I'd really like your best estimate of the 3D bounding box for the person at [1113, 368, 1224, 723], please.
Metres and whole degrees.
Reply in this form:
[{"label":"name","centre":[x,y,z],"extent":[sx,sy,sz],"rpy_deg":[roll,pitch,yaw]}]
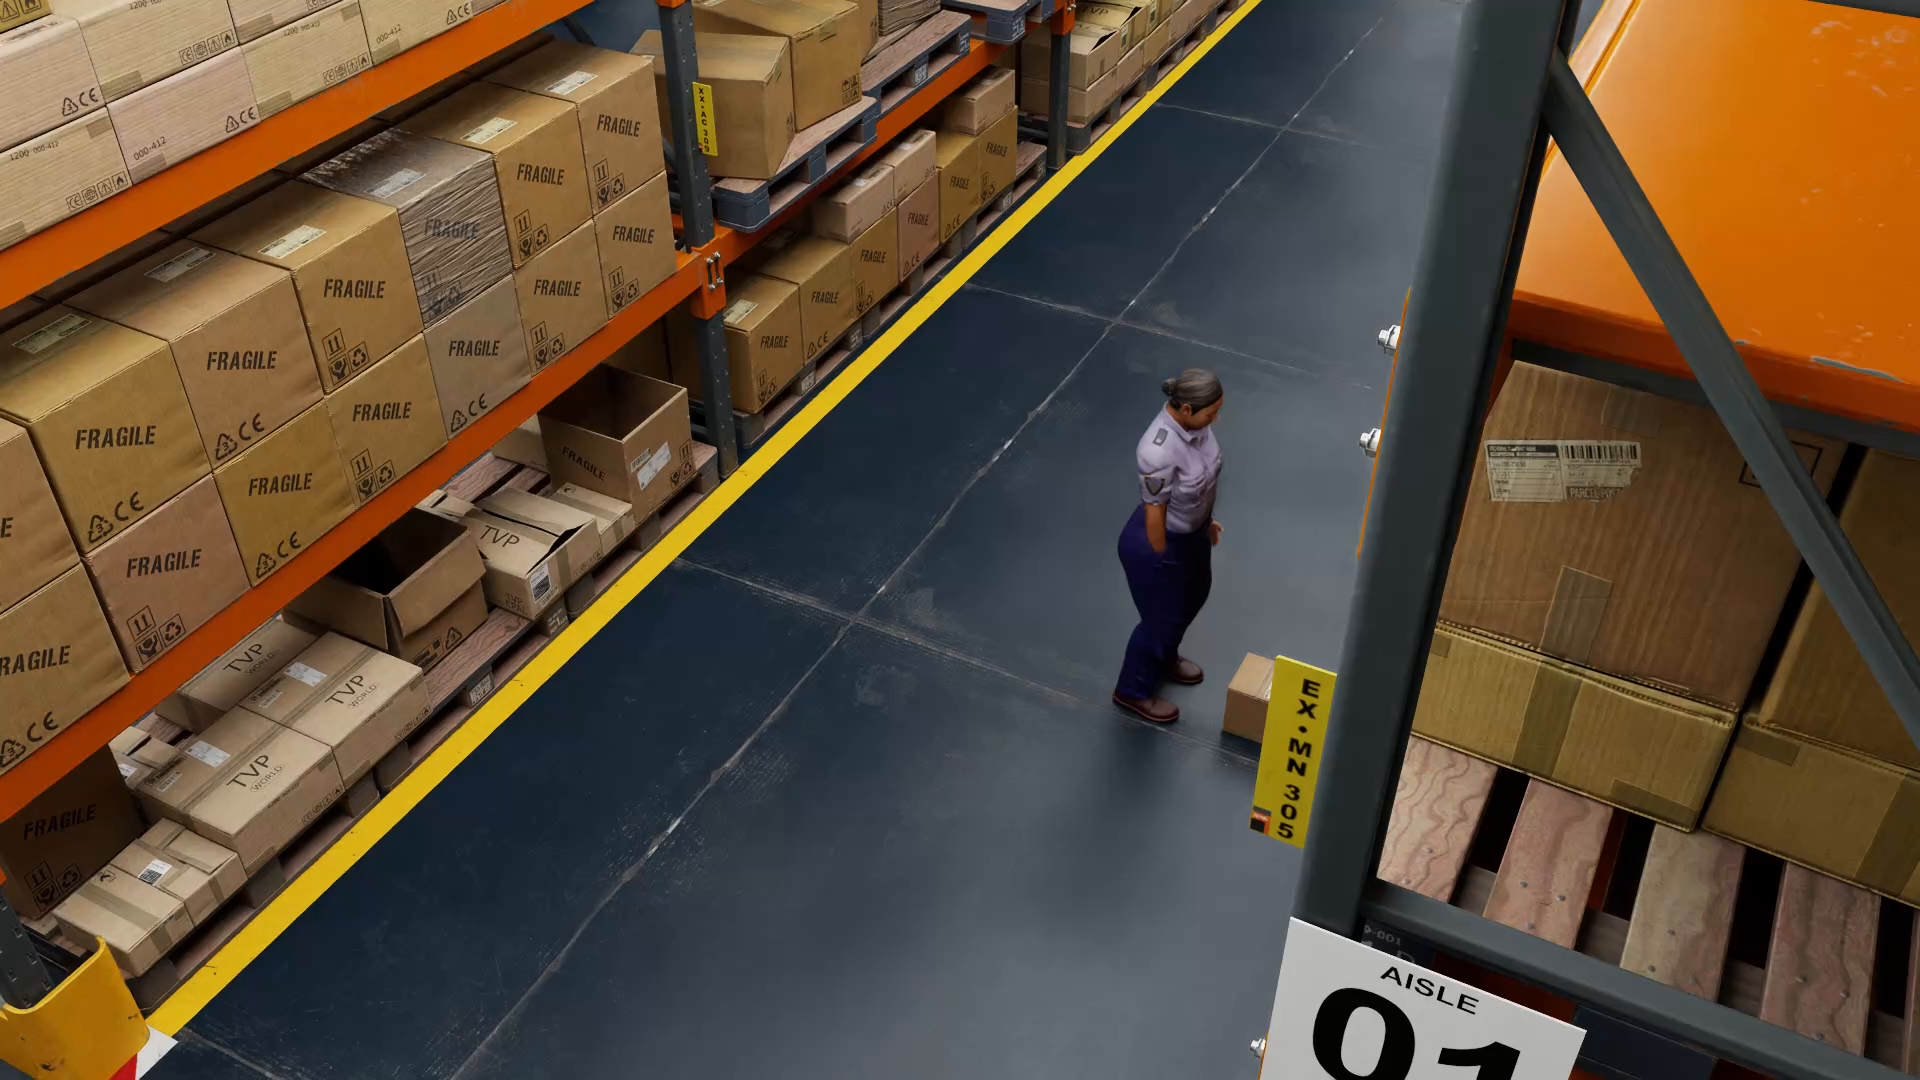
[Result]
[{"label":"person","centre":[0.861,-0.009,6.791],"extent":[0.347,1.634,0.480],"rpy_deg":[19,42,22]}]
